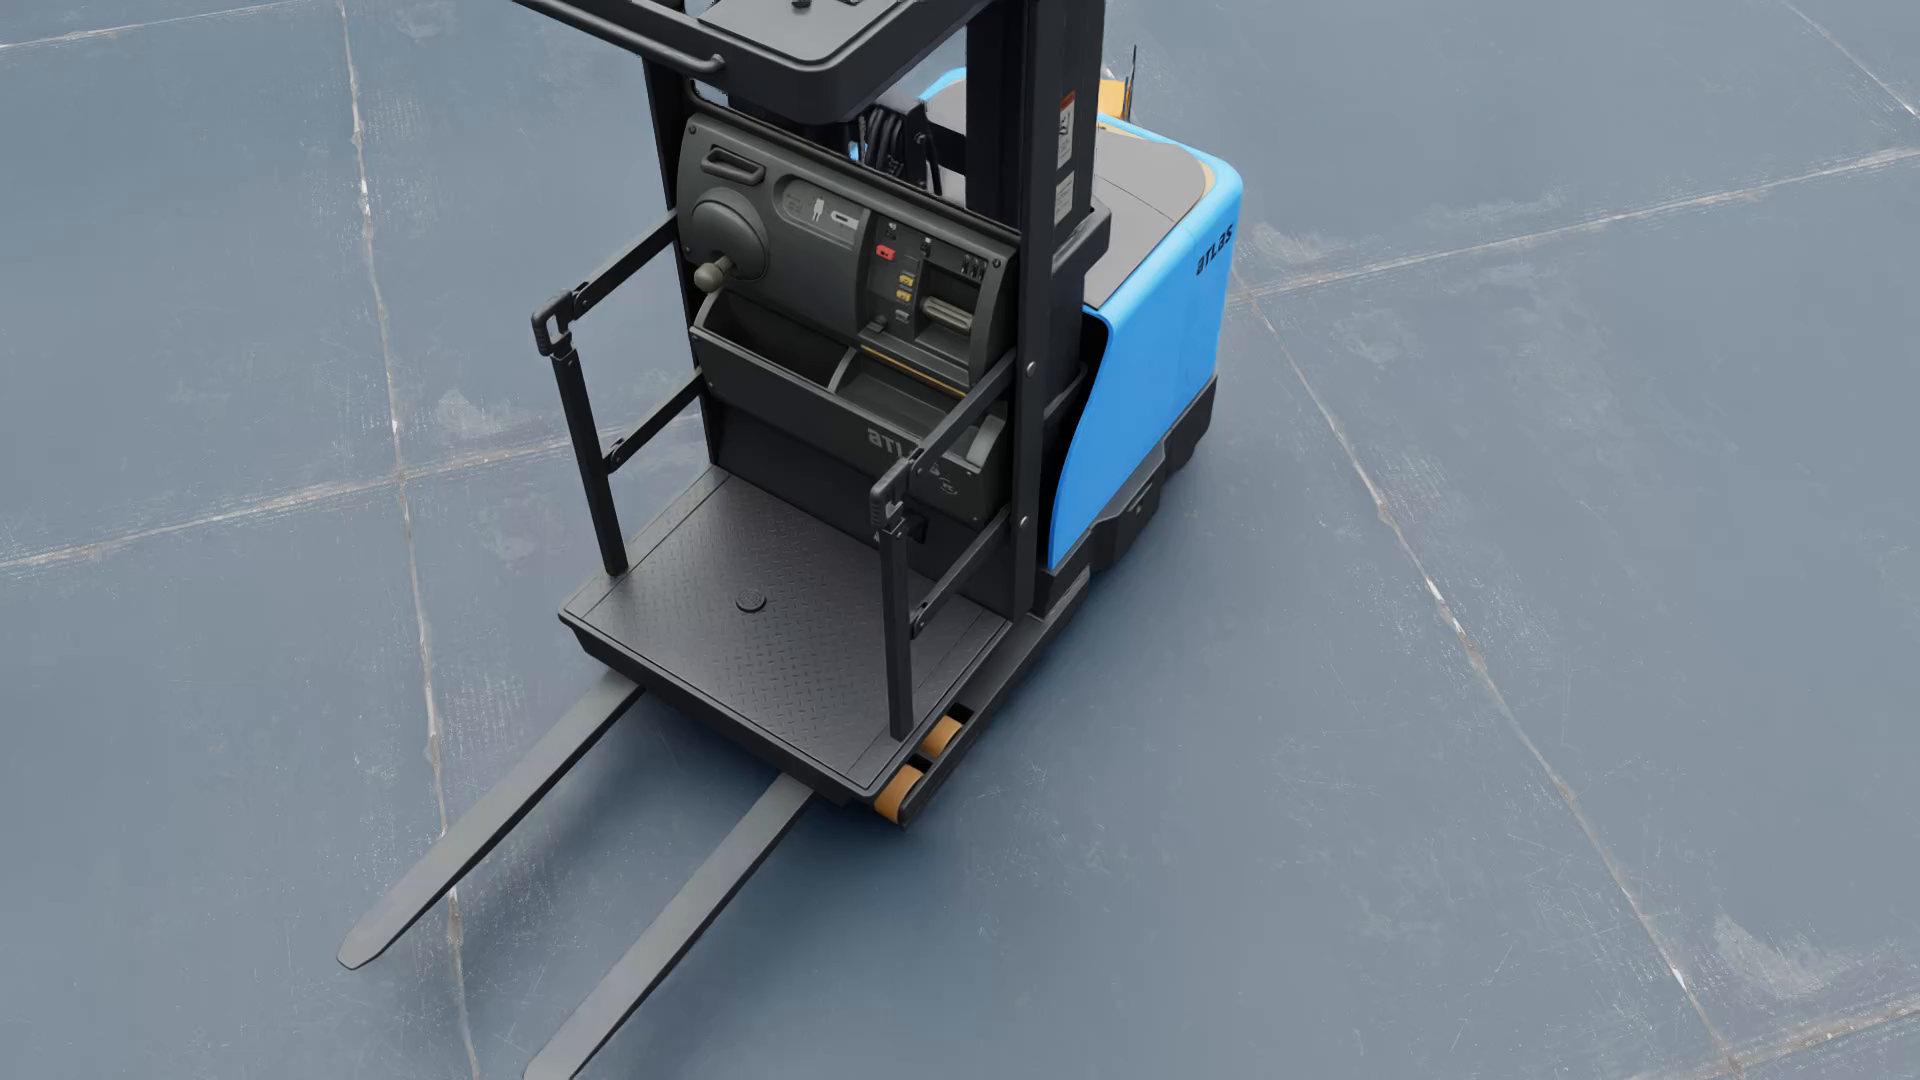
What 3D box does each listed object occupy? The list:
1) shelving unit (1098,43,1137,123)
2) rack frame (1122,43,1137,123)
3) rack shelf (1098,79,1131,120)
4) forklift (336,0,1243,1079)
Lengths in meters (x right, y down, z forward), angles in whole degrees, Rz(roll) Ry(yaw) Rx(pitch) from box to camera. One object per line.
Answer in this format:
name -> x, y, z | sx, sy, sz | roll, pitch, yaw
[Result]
shelving unit -> 0.401, -1.135, 5.511 | 0.252, 1.050, 0.215 | 10, 47, 8
rack frame -> 0.520, -1.115, 5.495 | 0.008, 1.050, 0.200 | 10, 47, 8
rack shelf -> 0.405, -1.325, 5.315 | 0.240, 0.259, 0.215 | 10, 47, 8
forklift -> -0.414, -0.588, 3.829 | 1.130, 2.935, 3.031 | 27, 55, 21
